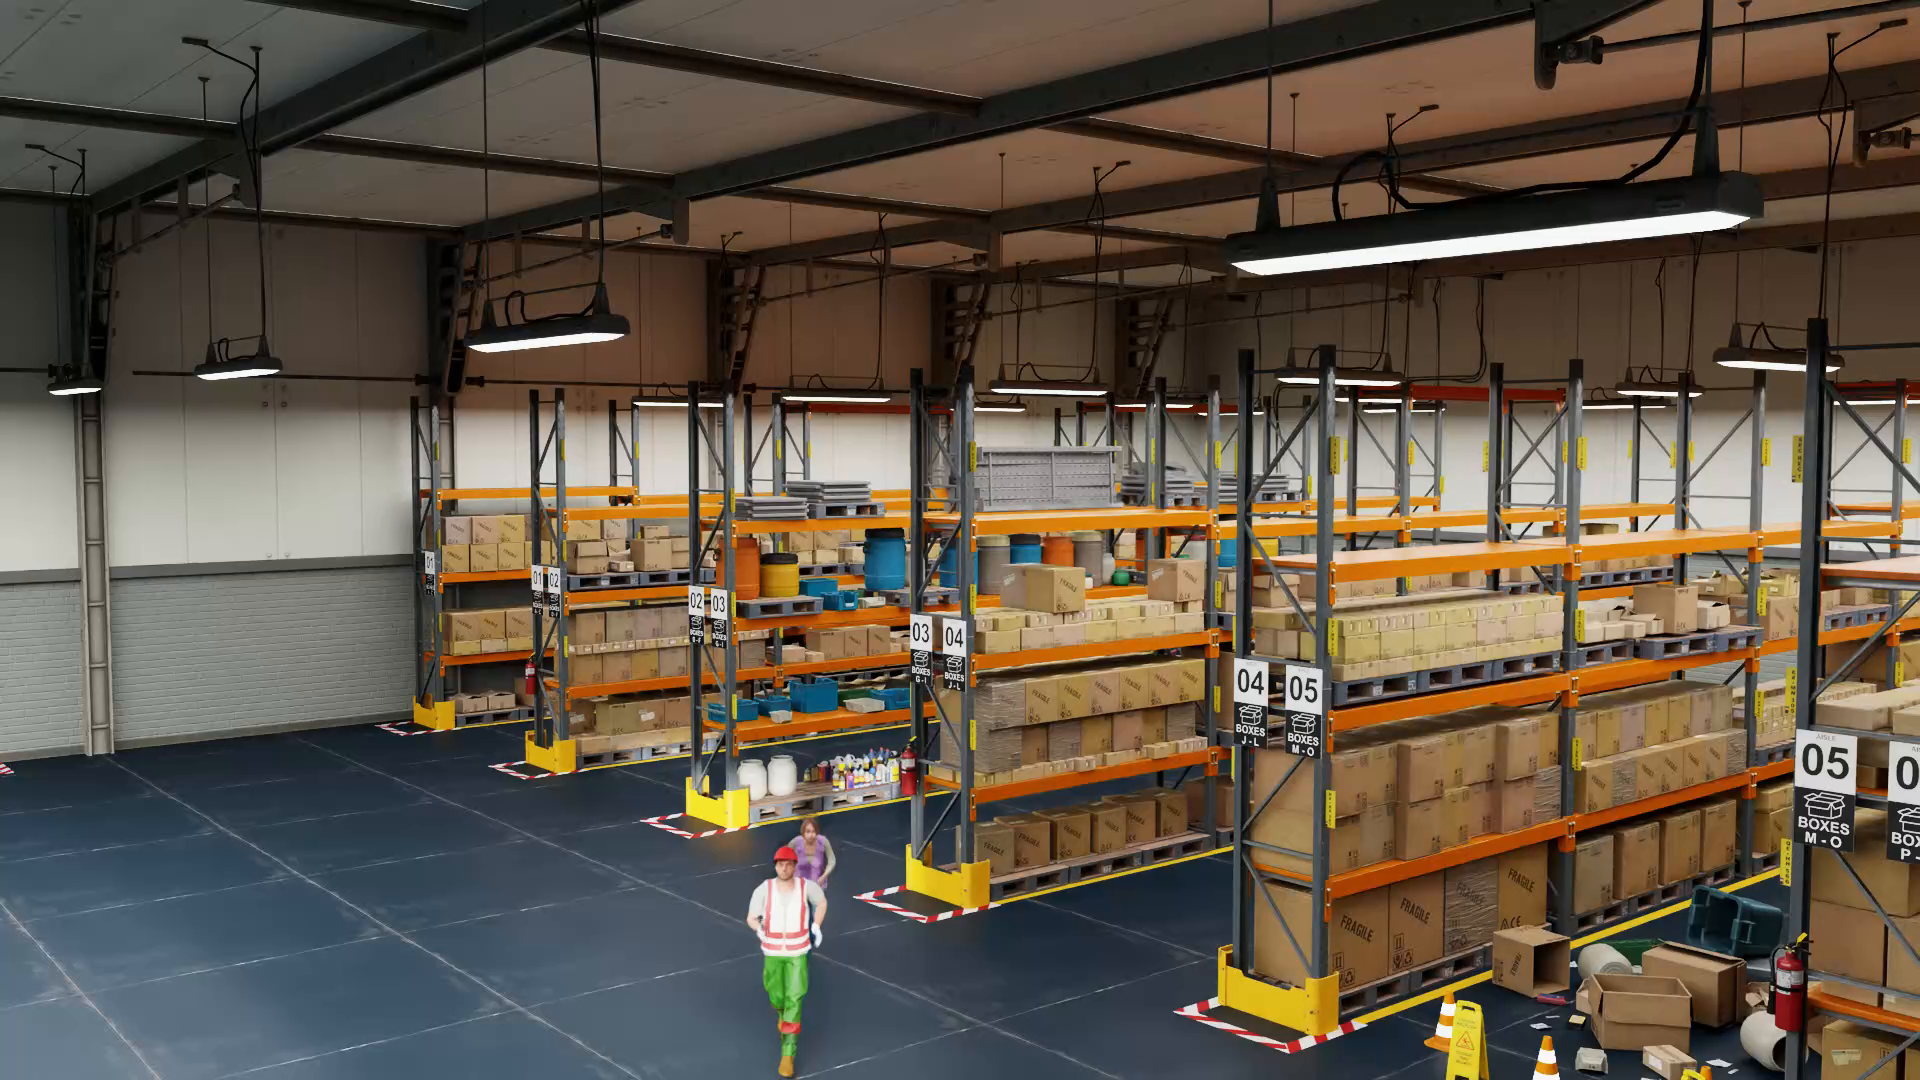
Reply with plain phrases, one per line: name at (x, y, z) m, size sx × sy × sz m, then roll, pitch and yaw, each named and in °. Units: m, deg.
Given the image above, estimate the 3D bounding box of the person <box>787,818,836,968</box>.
person at (-1.499, 3.452, 16.413) m, size 0.531 × 1.535 × 0.684 m, roll -1°, pitch 3°, yaw -12°

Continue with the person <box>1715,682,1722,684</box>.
person at (10.973, 2.917, 24.041) m, size 0.741 × 1.751 × 0.436 m, roll -2°, pitch 4°, yaw -36°

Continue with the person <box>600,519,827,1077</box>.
person at (-4.132, 1.896, 22.948) m, size 5.645 × 3.778 × 19.439 m, roll 0°, pitch 3°, yaw -1°
